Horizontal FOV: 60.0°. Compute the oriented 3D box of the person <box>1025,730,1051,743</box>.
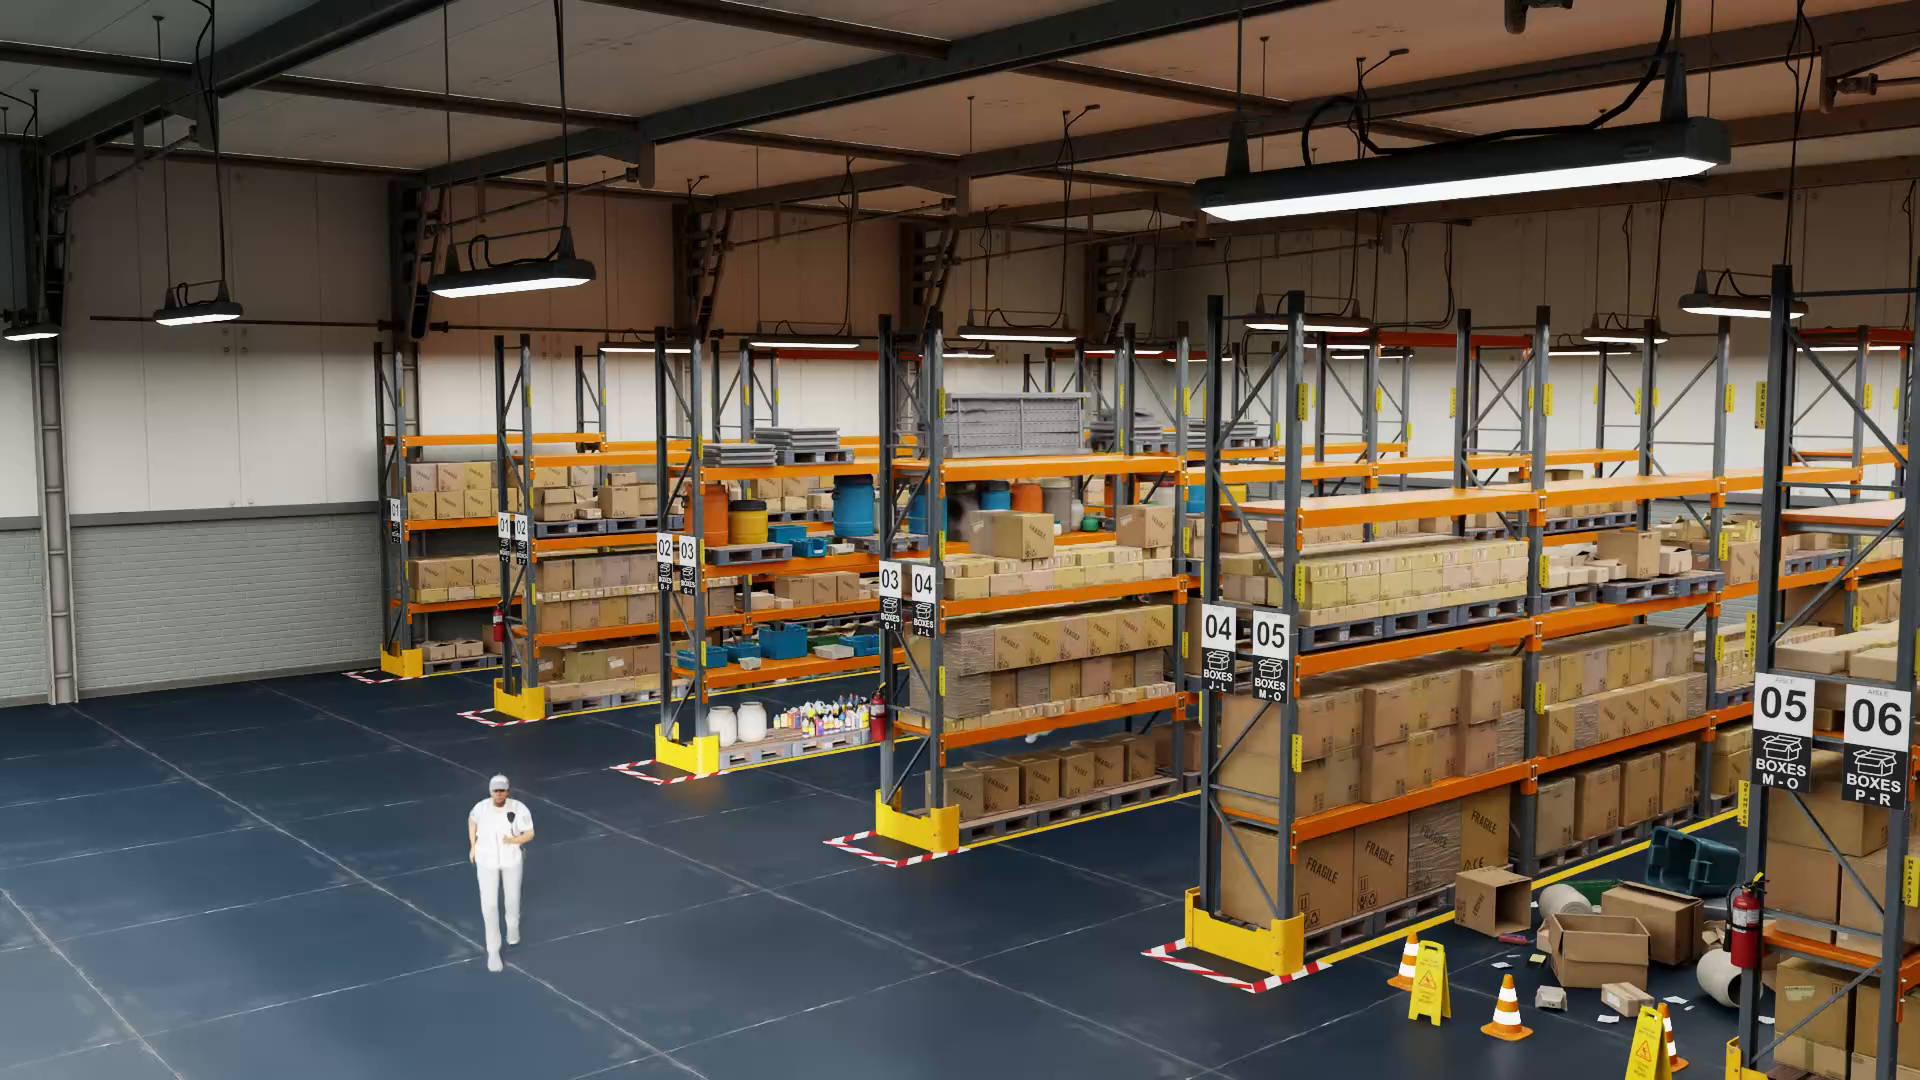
[{"bbox_3d":[1.107,1.856,23.145,0.698,1.830,0.916,4,6,36],"label":"person"}]

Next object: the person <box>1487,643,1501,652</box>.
[{"bbox_3d":[7.565,2.244,23.566,0.540,1.558,0.553,-4,7,-38],"label":"person"}]

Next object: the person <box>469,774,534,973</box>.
[{"bbox_3d":[-4.157,2.955,15.098,0.580,1.711,0.855,-1,5,-14],"label":"person"}]
